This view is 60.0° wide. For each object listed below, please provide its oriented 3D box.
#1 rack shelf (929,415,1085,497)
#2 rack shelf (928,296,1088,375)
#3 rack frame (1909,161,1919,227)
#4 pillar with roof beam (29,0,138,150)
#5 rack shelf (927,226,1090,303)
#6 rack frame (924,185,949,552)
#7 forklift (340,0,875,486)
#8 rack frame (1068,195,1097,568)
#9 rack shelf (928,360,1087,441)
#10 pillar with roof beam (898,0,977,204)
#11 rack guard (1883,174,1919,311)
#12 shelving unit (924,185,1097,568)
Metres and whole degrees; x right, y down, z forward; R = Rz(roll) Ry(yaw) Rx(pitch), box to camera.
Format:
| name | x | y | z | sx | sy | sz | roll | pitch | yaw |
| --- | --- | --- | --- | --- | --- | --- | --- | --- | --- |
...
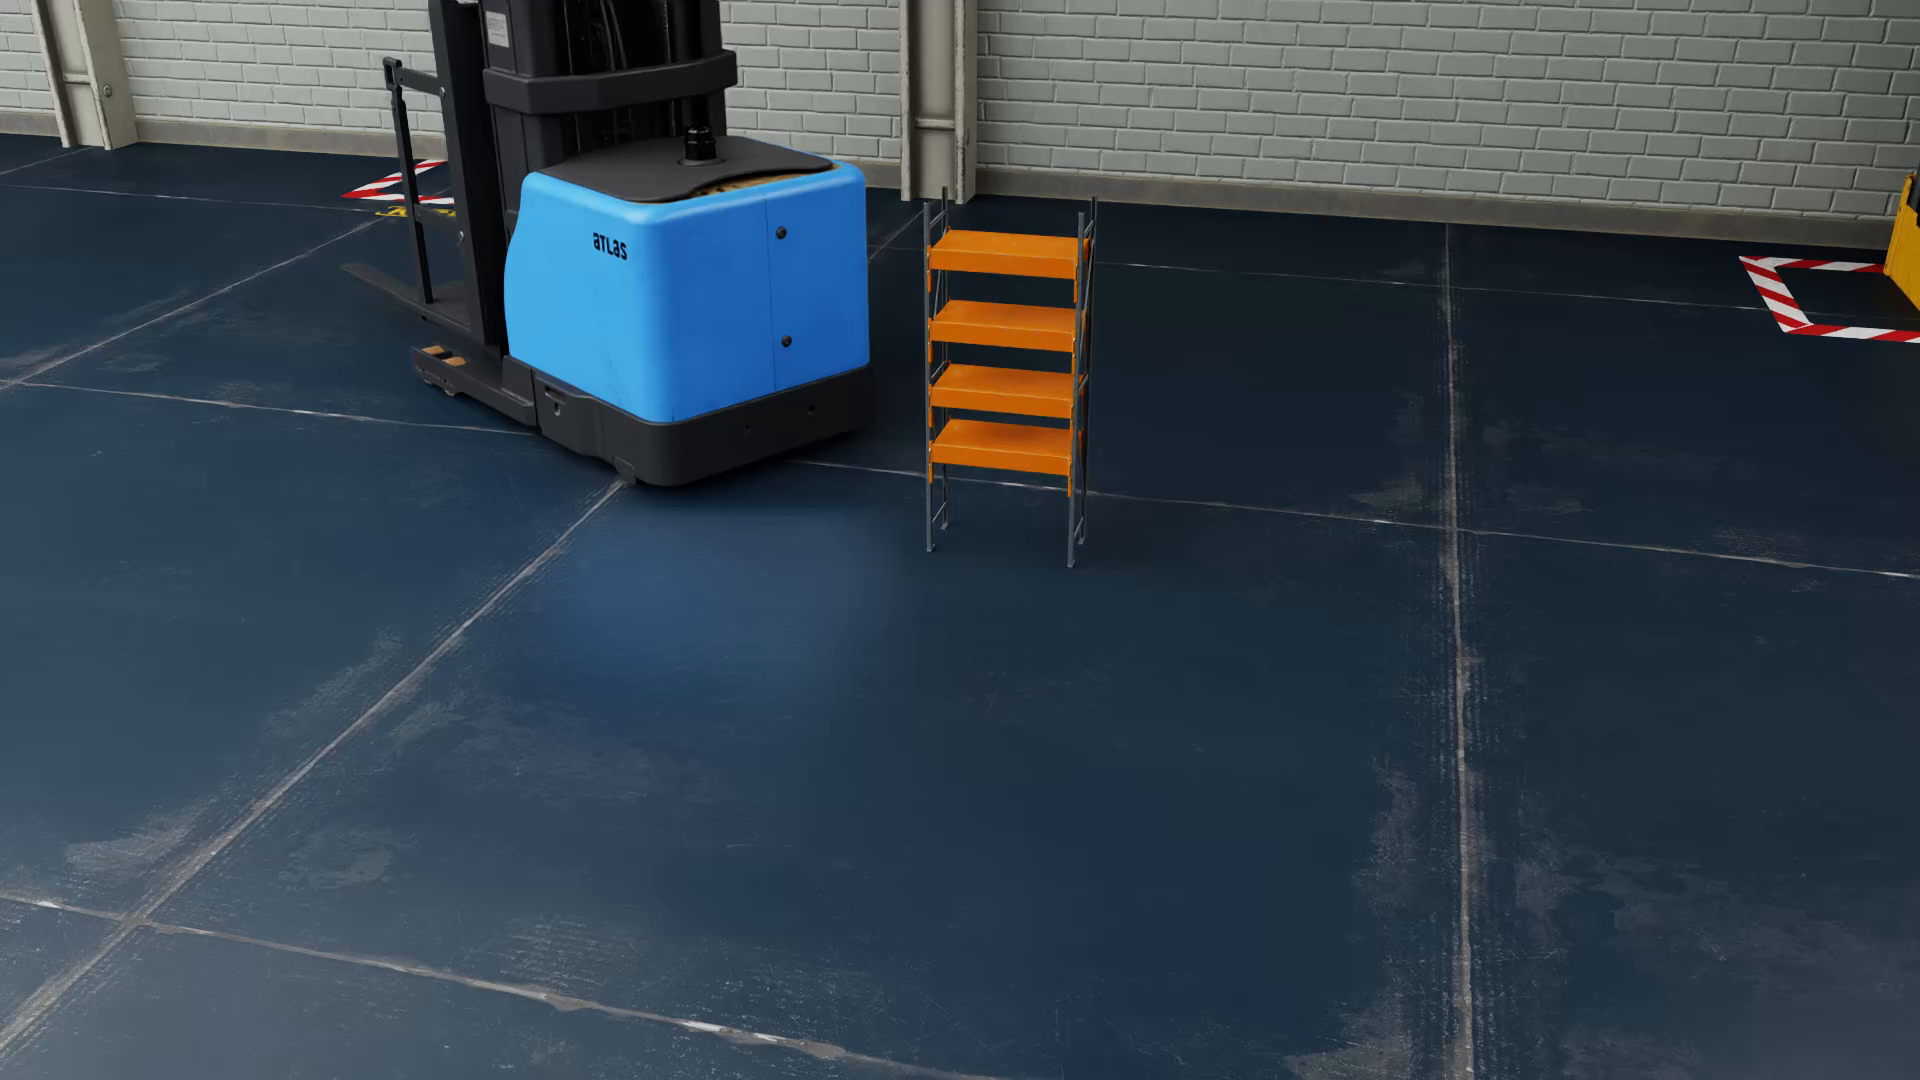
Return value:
| name | x | y | z | sx | sy | sz | roll | pitch | yaw |
| --- | --- | --- | --- | --- | --- | --- | --- | --- | --- |
| rack shelf | 0.160 | -0.284 | 5.569 | 0.480 | 0.148 | 0.258 | 6 | 26 | 13 |
| rack shelf | 0.160 | -0.665 | 5.388 | 0.480 | 0.148 | 0.258 | 6 | 26 | 13 |
| rack frame | 4.790 | -2.528 | 7.571 | 0.127 | 3.000 | 1.000 | 6 | 26 | 13 |
| pillar with roof beam | -7.011 | -5.015 | 5.815 | 0.400 | 9.000 | 9.100 | 6 | 26 | 13 |
| rack shelf | 0.160 | -0.879 | 5.286 | 0.480 | 0.148 | 0.258 | 6 | 26 | 13 |
| rack frame | -0.076 | -0.550 | 5.510 | 0.015 | 1.200 | 0.240 | 6 | 26 | 13 |
| forklift | -1.708 | -2.062 | 6.671 | 1.130 | 2.935 | 3.031 | -22 | 33 | -38 |
| rack frame | 0.397 | -0.498 | 5.400 | 0.015 | 1.200 | 0.240 | 6 | 26 | 13 |
| rack shelf | 0.160 | -0.463 | 5.484 | 0.480 | 0.148 | 0.258 | 6 | 26 | 13 |
| pillar with roof beam | -1.200 | -4.372 | 4.465 | 0.400 | 9.000 | 9.100 | 6 | 26 | 13 |
| rack guard | 4.863 | -1.392 | 8.092 | 0.348 | 0.500 | 1.175 | 6 | 26 | 13 |
| shelving unit | 0.160 | -0.524 | 5.455 | 0.503 | 1.200 | 0.258 | 6 | 26 | 13 |
